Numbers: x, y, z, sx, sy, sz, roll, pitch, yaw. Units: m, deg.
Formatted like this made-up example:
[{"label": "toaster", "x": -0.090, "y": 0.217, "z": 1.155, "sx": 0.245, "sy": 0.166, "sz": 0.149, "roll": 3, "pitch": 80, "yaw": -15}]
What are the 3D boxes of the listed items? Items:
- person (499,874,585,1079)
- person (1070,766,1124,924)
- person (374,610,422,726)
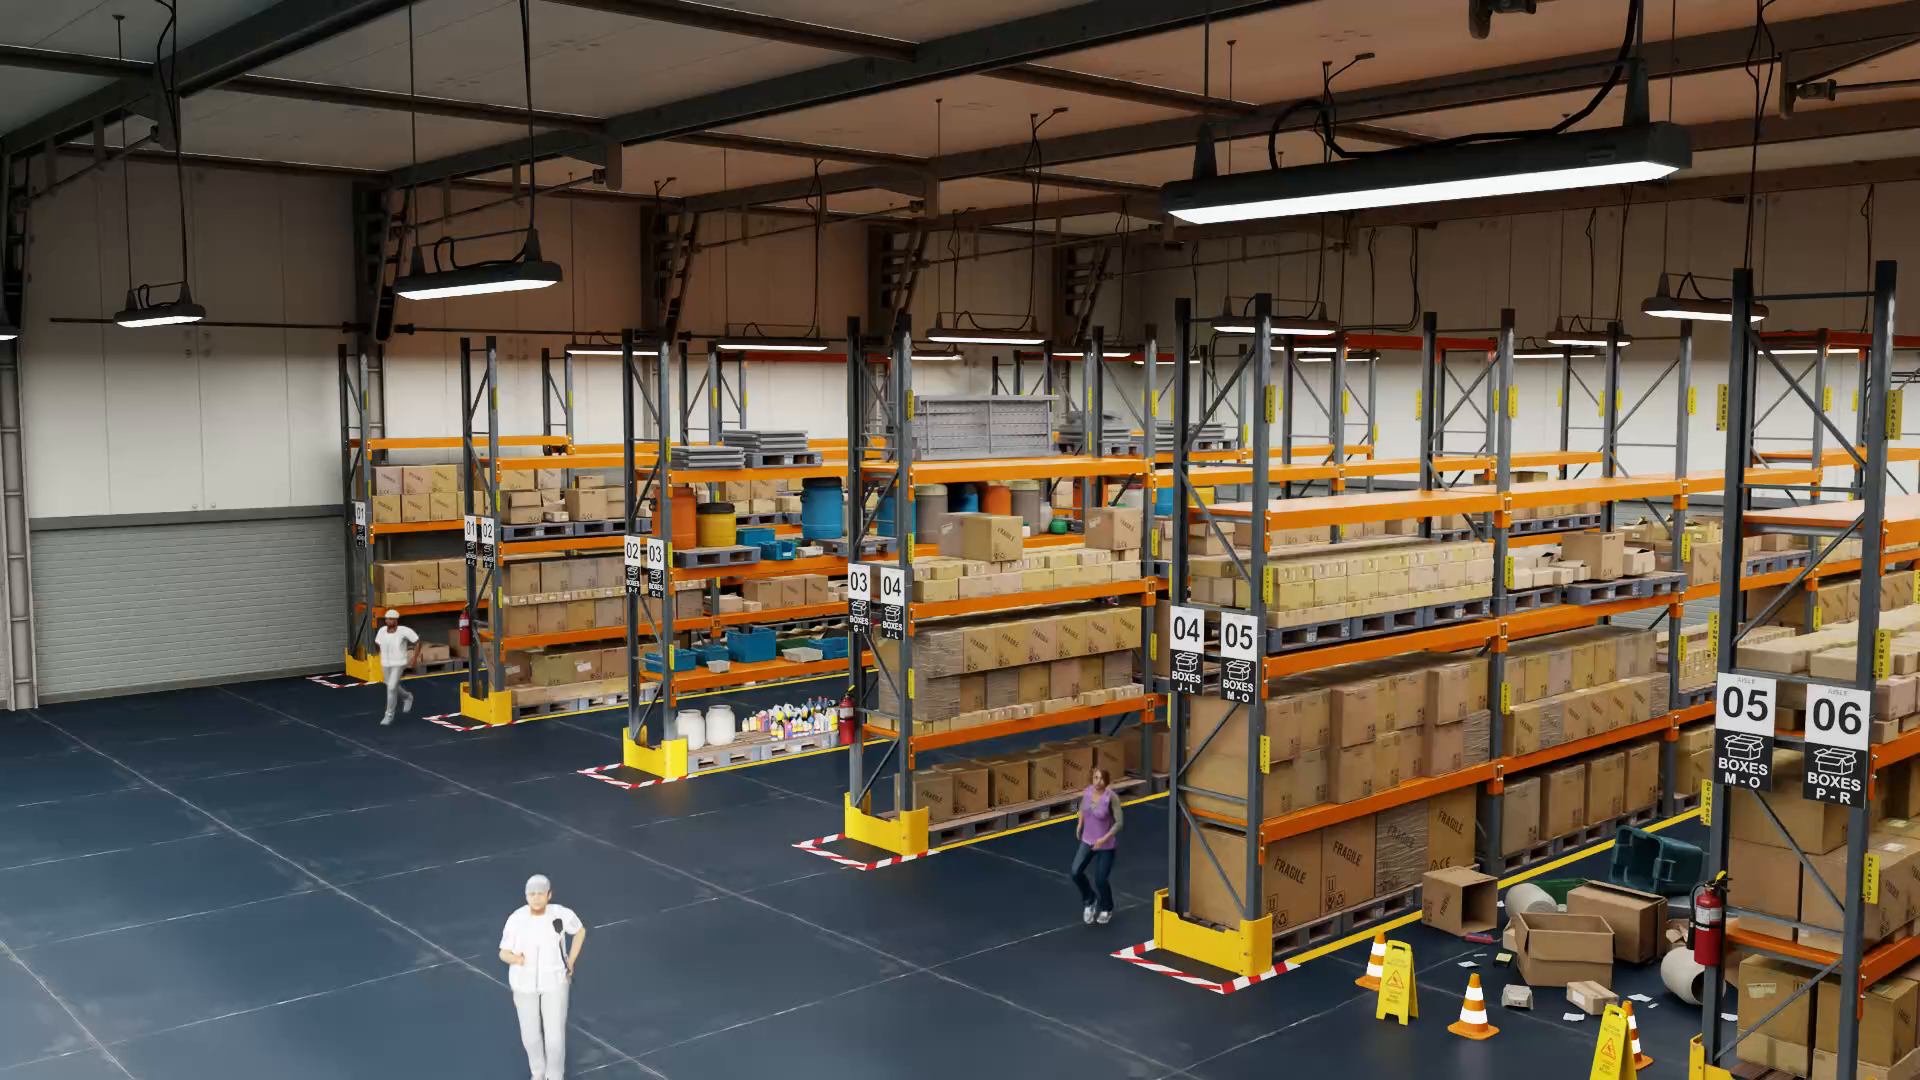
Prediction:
[{"label": "person", "x": -3.028, "y": 3.272, "z": 12.036, "sx": 0.582, "sy": 1.714, "sz": 0.680, "roll": -1, "pitch": 5, "yaw": -6}, {"label": "person", "x": 1.315, "y": 2.943, "z": 16.031, "sx": 0.554, "sy": 1.564, "sz": 0.577, "roll": 3, "pitch": 6, "yaw": 34}, {"label": "person", "x": -8.856, "y": 1.960, "z": 26.062, "sx": 0.737, "sy": 1.760, "sz": 0.930, "roll": 2, "pitch": 5, "yaw": 17}]
